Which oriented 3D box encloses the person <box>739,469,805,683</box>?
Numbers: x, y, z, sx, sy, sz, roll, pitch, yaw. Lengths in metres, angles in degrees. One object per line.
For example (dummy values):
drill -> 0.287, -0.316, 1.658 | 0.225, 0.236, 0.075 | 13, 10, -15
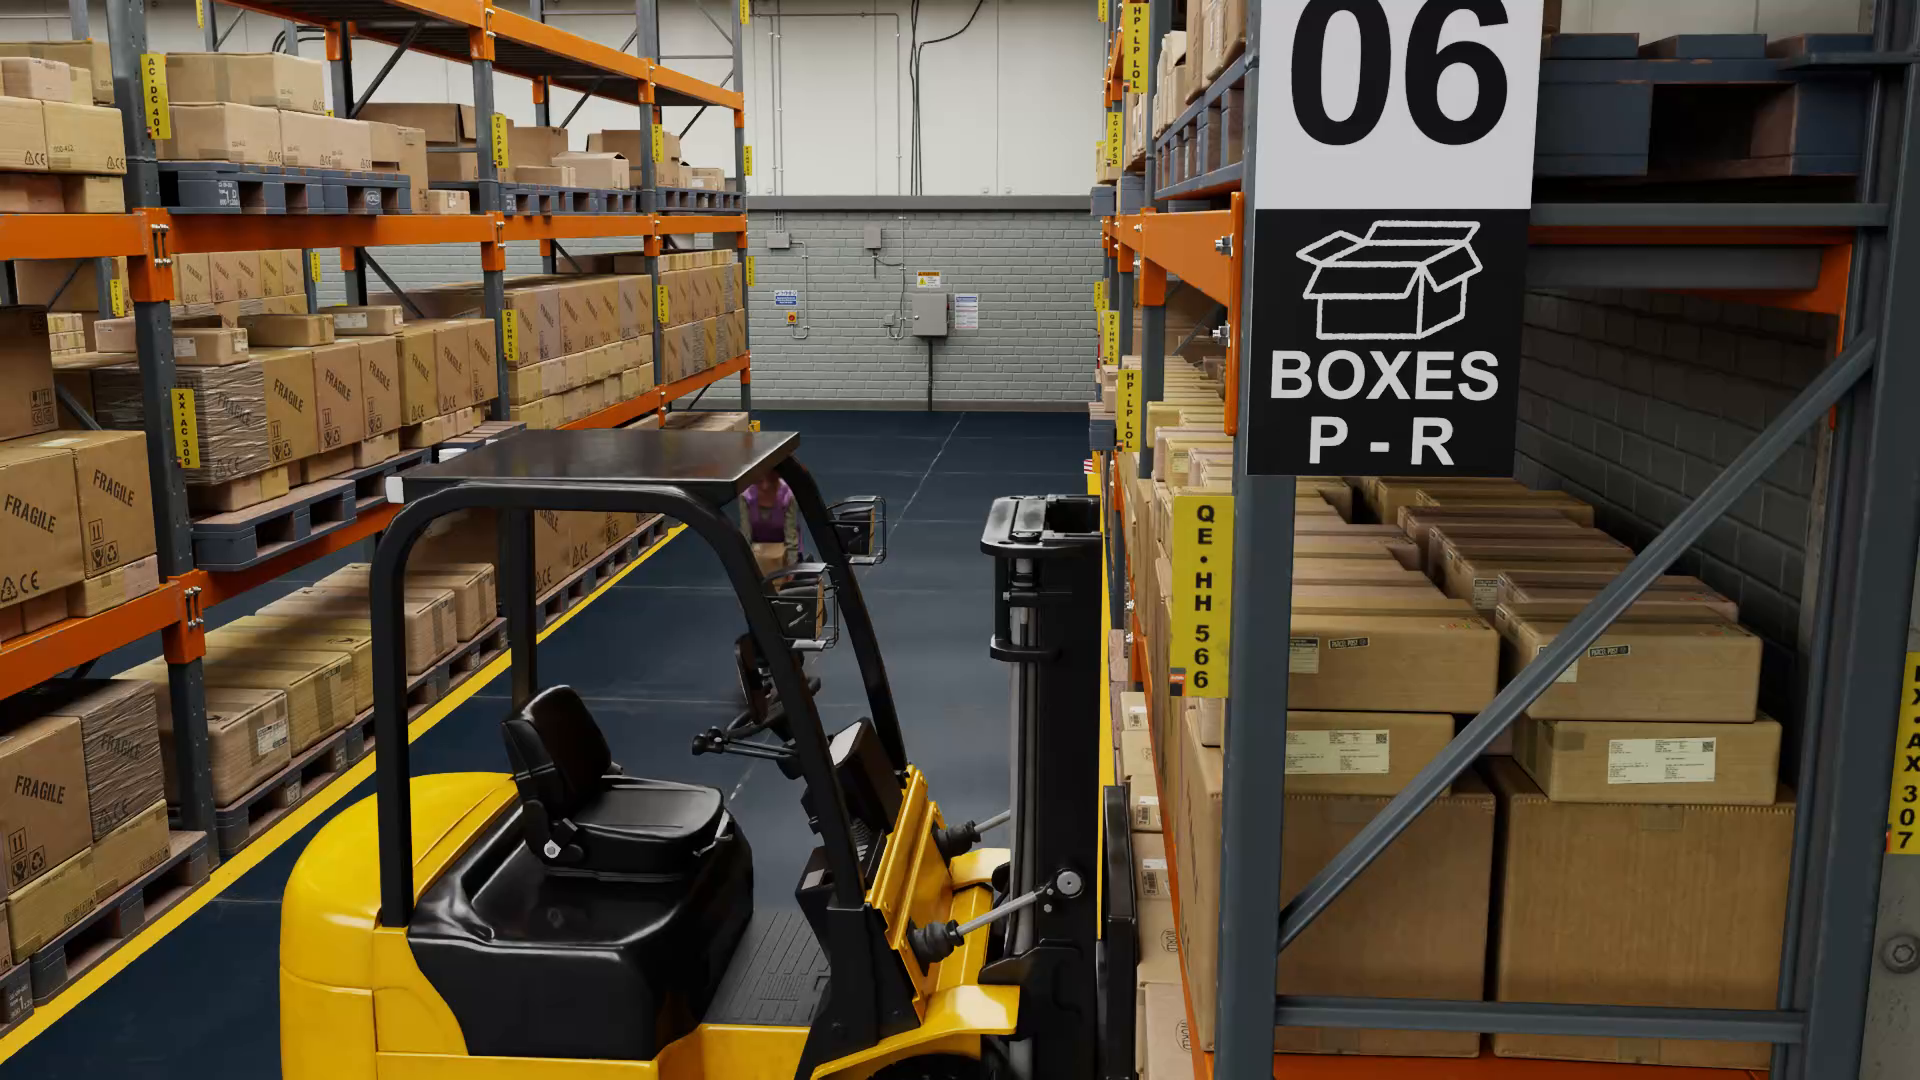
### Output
person -> -1.127, 0.181, 9.911 | 0.377, 1.457, 0.637 | 1, 11, 3
